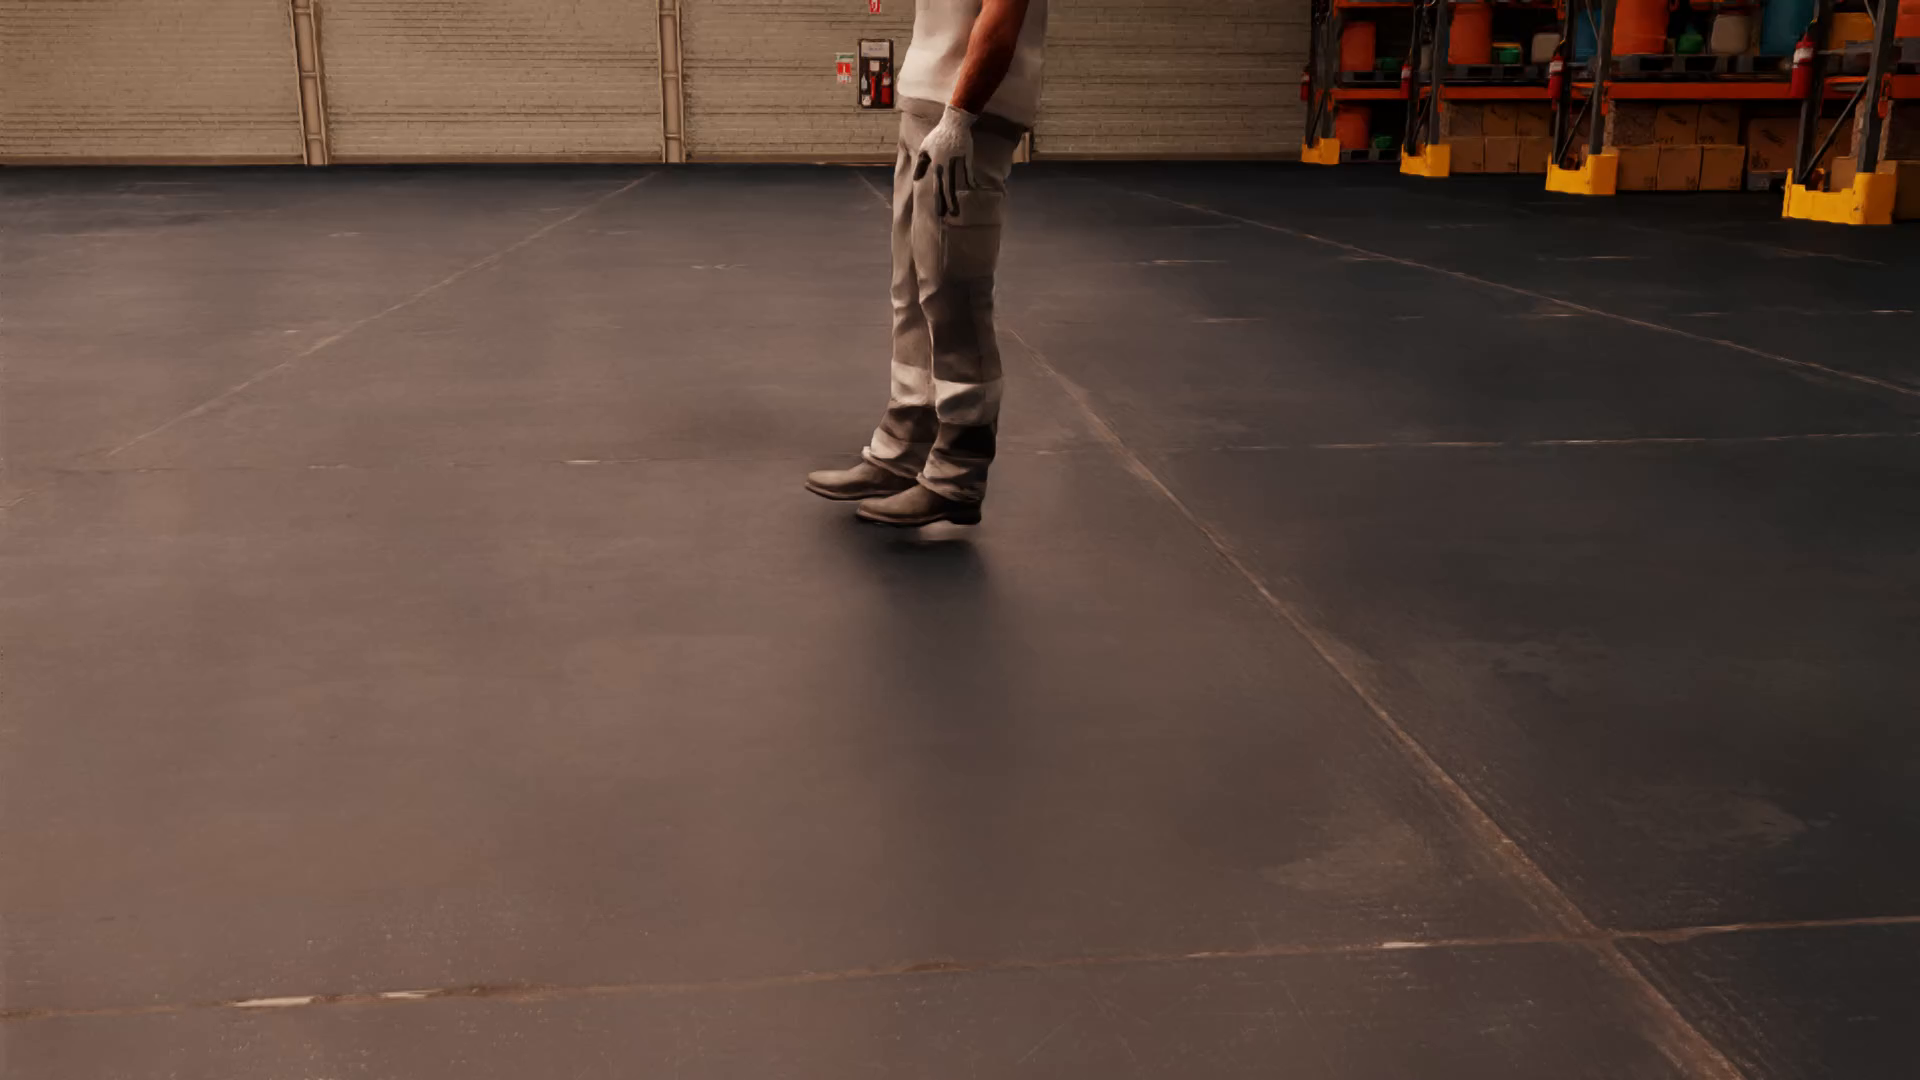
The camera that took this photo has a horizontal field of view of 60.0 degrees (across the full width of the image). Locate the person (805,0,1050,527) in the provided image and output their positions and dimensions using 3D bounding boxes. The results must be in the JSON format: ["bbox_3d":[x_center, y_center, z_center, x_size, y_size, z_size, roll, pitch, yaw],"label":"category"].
[{"bbox_3d":[-0.081,-0.911,3.699,0.563,1.787,0.637,-1,15,-5],"label":"person"}]
